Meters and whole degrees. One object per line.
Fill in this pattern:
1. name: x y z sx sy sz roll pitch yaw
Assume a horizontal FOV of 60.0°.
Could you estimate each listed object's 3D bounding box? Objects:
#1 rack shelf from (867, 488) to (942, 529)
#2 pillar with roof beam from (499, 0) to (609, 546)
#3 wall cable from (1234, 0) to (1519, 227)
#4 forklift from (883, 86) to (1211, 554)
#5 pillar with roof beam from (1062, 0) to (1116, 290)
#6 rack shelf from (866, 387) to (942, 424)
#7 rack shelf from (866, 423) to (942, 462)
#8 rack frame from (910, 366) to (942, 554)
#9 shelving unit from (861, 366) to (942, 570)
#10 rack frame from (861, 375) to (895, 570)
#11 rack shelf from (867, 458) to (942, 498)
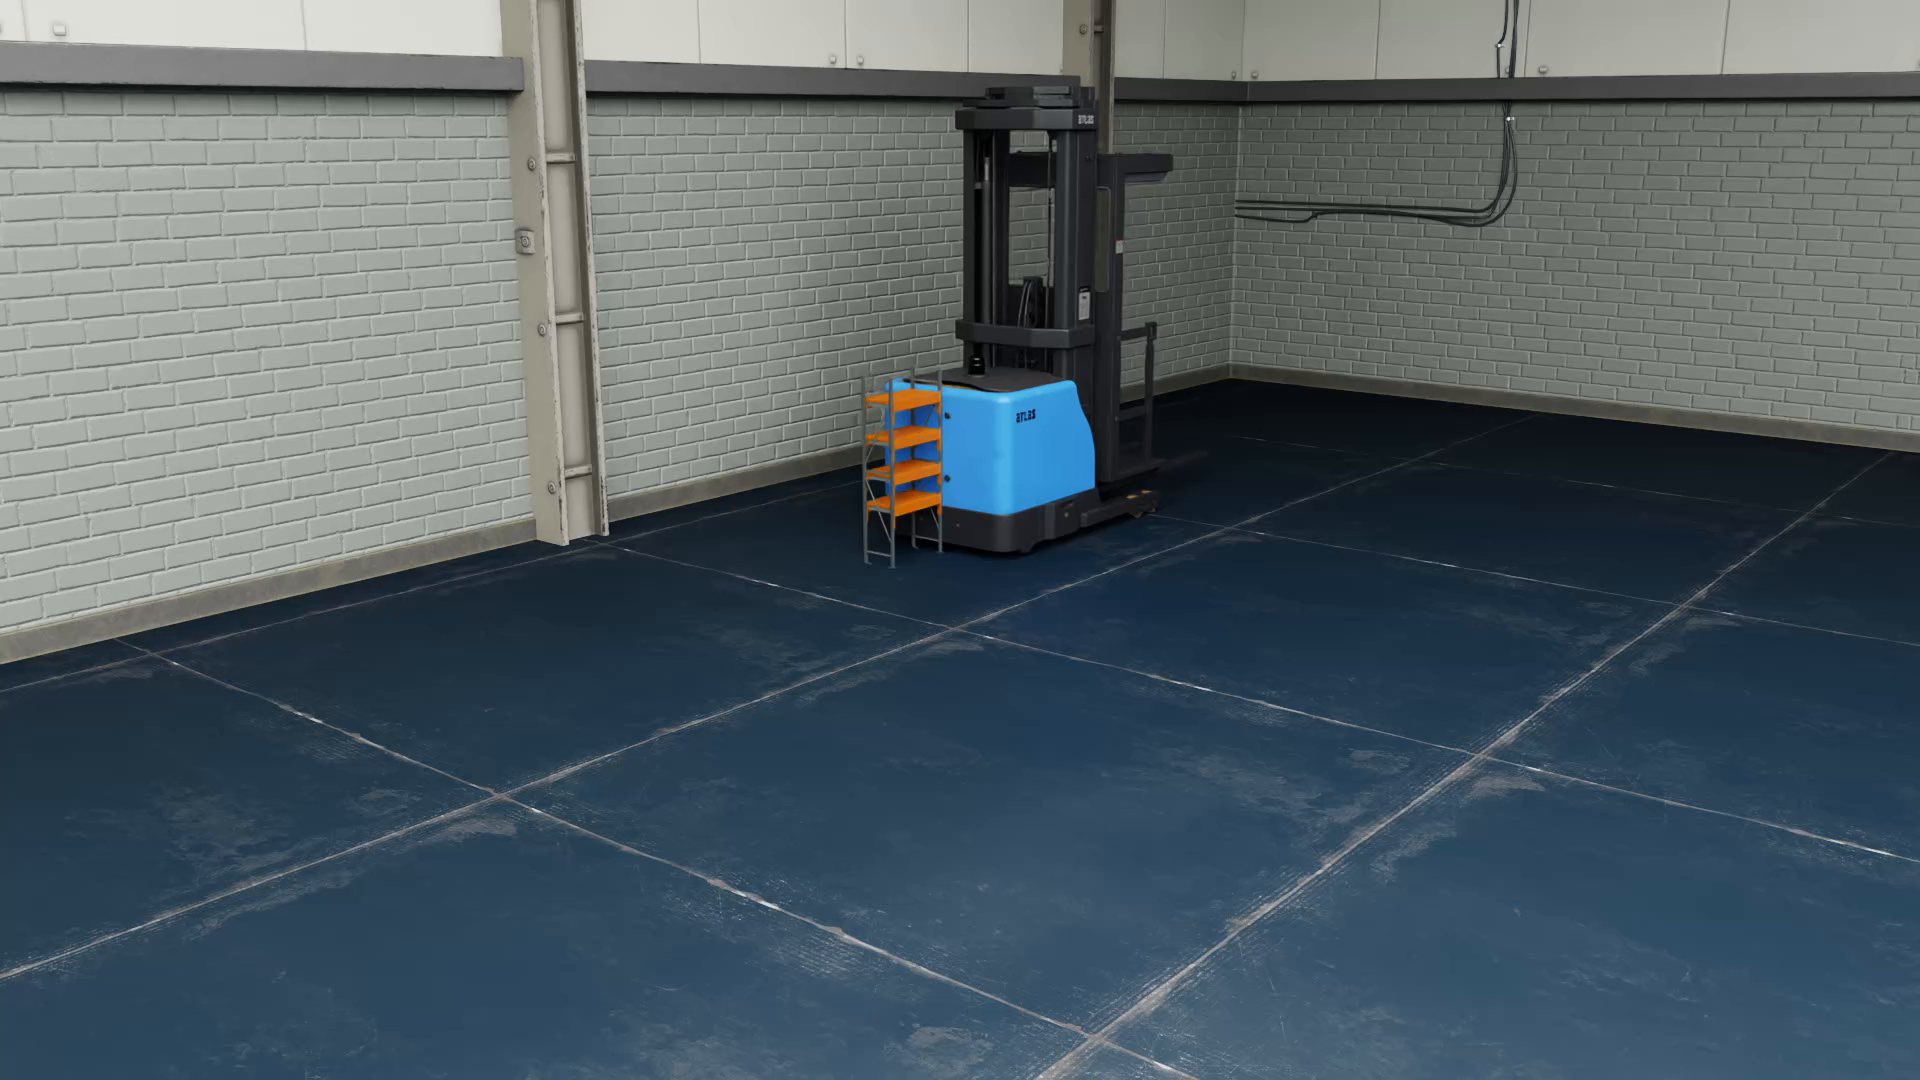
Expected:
1. rack shelf: -0.362 -0.205 10.573 0.258 0.148 0.480 10 18 35
2. pillar with roof beam: 0.733 -3.718 7.484 9.100 9.000 0.400 11 18 38
3. wall cable: 4.035 -4.388 16.427 3.097 2.526 0.112 11 18 38
4. forklift: 0.774 -1.638 11.618 1.130 2.935 3.031 10 18 35
5. pillar with roof beam: 4.504 -4.867 12.007 9.100 9.000 0.400 11 18 38
6. rack shelf: -0.362 -0.844 10.411 0.258 0.148 0.480 10 18 35
7. rack shelf: -0.362 -0.614 10.469 0.258 0.148 0.480 10 18 35
8. rack frame: -0.216 -0.511 10.697 0.240 1.200 0.015 10 18 35
9. shelving unit: -0.362 -0.463 10.508 0.258 1.200 0.503 10 18 35
10. rack frame: -0.508 -0.415 10.318 0.240 1.200 0.015 10 18 35
11. rack shelf: -0.362 -0.398 10.524 0.258 0.148 0.480 10 18 35
